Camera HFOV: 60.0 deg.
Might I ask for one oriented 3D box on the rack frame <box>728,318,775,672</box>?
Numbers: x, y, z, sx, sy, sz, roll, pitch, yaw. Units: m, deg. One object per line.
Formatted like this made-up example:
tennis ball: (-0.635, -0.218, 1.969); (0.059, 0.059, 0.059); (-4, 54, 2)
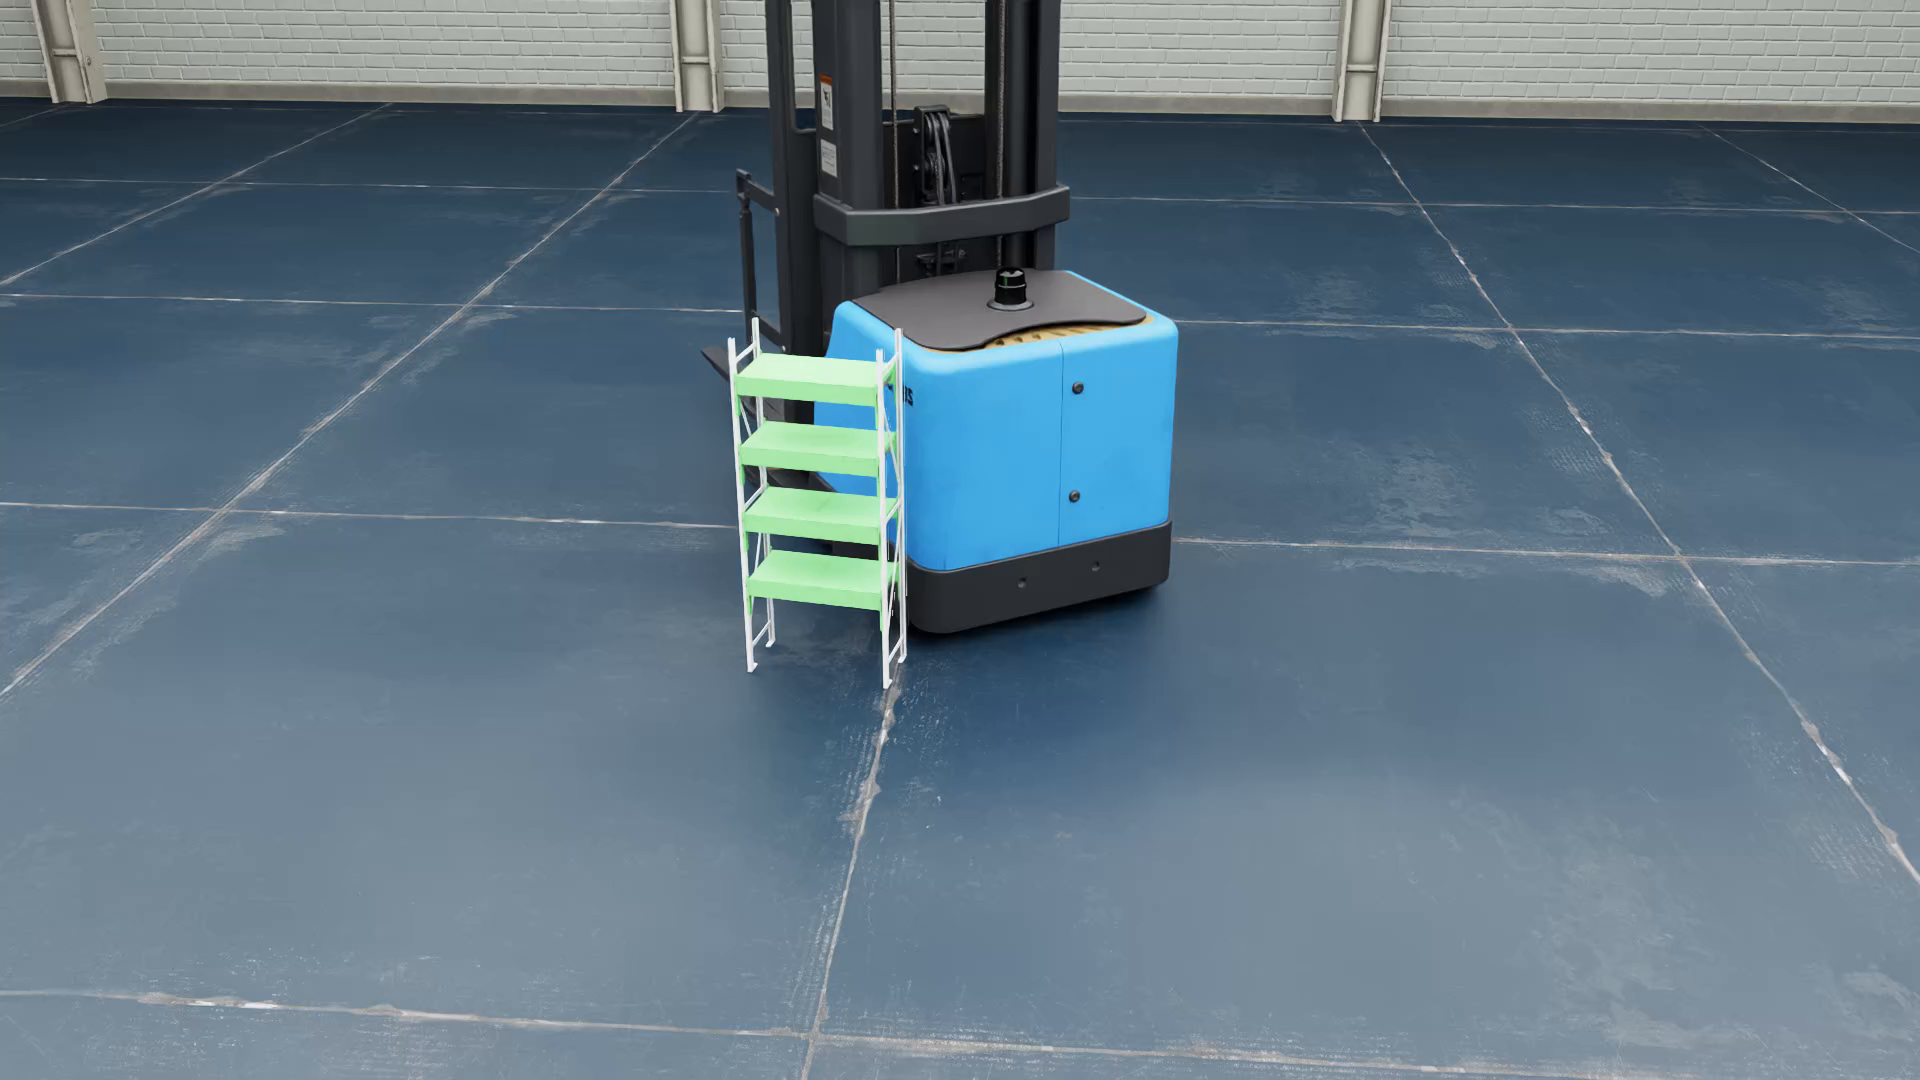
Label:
rack frame: (-0.699, -0.137, 5.612); (0.015, 1.200, 0.240); (6, 25, 12)

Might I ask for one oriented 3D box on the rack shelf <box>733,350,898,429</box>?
rack shelf: (-0.462, -0.491, 5.386); (0.480, 0.148, 0.258); (6, 25, 12)

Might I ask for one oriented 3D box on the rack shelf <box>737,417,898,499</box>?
rack shelf: (-0.462, -0.273, 5.486); (0.480, 0.148, 0.258); (6, 25, 12)

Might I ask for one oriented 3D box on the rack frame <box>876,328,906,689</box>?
rack frame: (-0.225, -0.089, 5.507); (0.015, 1.200, 0.240); (6, 25, 12)

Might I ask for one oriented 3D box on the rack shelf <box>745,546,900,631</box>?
rack shelf: (-0.462, 0.163, 5.687); (0.480, 0.148, 0.258); (6, 25, 12)

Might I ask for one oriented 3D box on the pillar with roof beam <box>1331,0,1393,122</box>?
pillar with roof beam: (3.244, -6.109, 9.261); (0.400, 9.000, 9.100); (2, 25, 4)

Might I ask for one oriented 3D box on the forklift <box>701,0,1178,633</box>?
forklift: (-0.318, -1.585, 6.688); (1.130, 2.935, 3.031); (-12, 27, -24)

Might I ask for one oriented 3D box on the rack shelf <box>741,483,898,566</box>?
rack shelf: (-0.462, -0.055, 5.587); (0.480, 0.148, 0.258); (6, 25, 12)

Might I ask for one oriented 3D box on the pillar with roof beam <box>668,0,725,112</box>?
pillar with roof beam: (-2.738, -6.301, 9.679); (0.400, 9.000, 9.100); (2, 25, 4)

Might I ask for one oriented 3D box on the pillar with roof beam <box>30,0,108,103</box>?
pillar with roof beam: (-8.721, -6.493, 10.096); (0.400, 9.000, 9.100); (2, 25, 4)

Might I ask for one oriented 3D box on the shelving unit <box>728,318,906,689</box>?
shelving unit: (-0.462, -0.113, 5.560); (0.503, 1.200, 0.258); (6, 25, 12)
